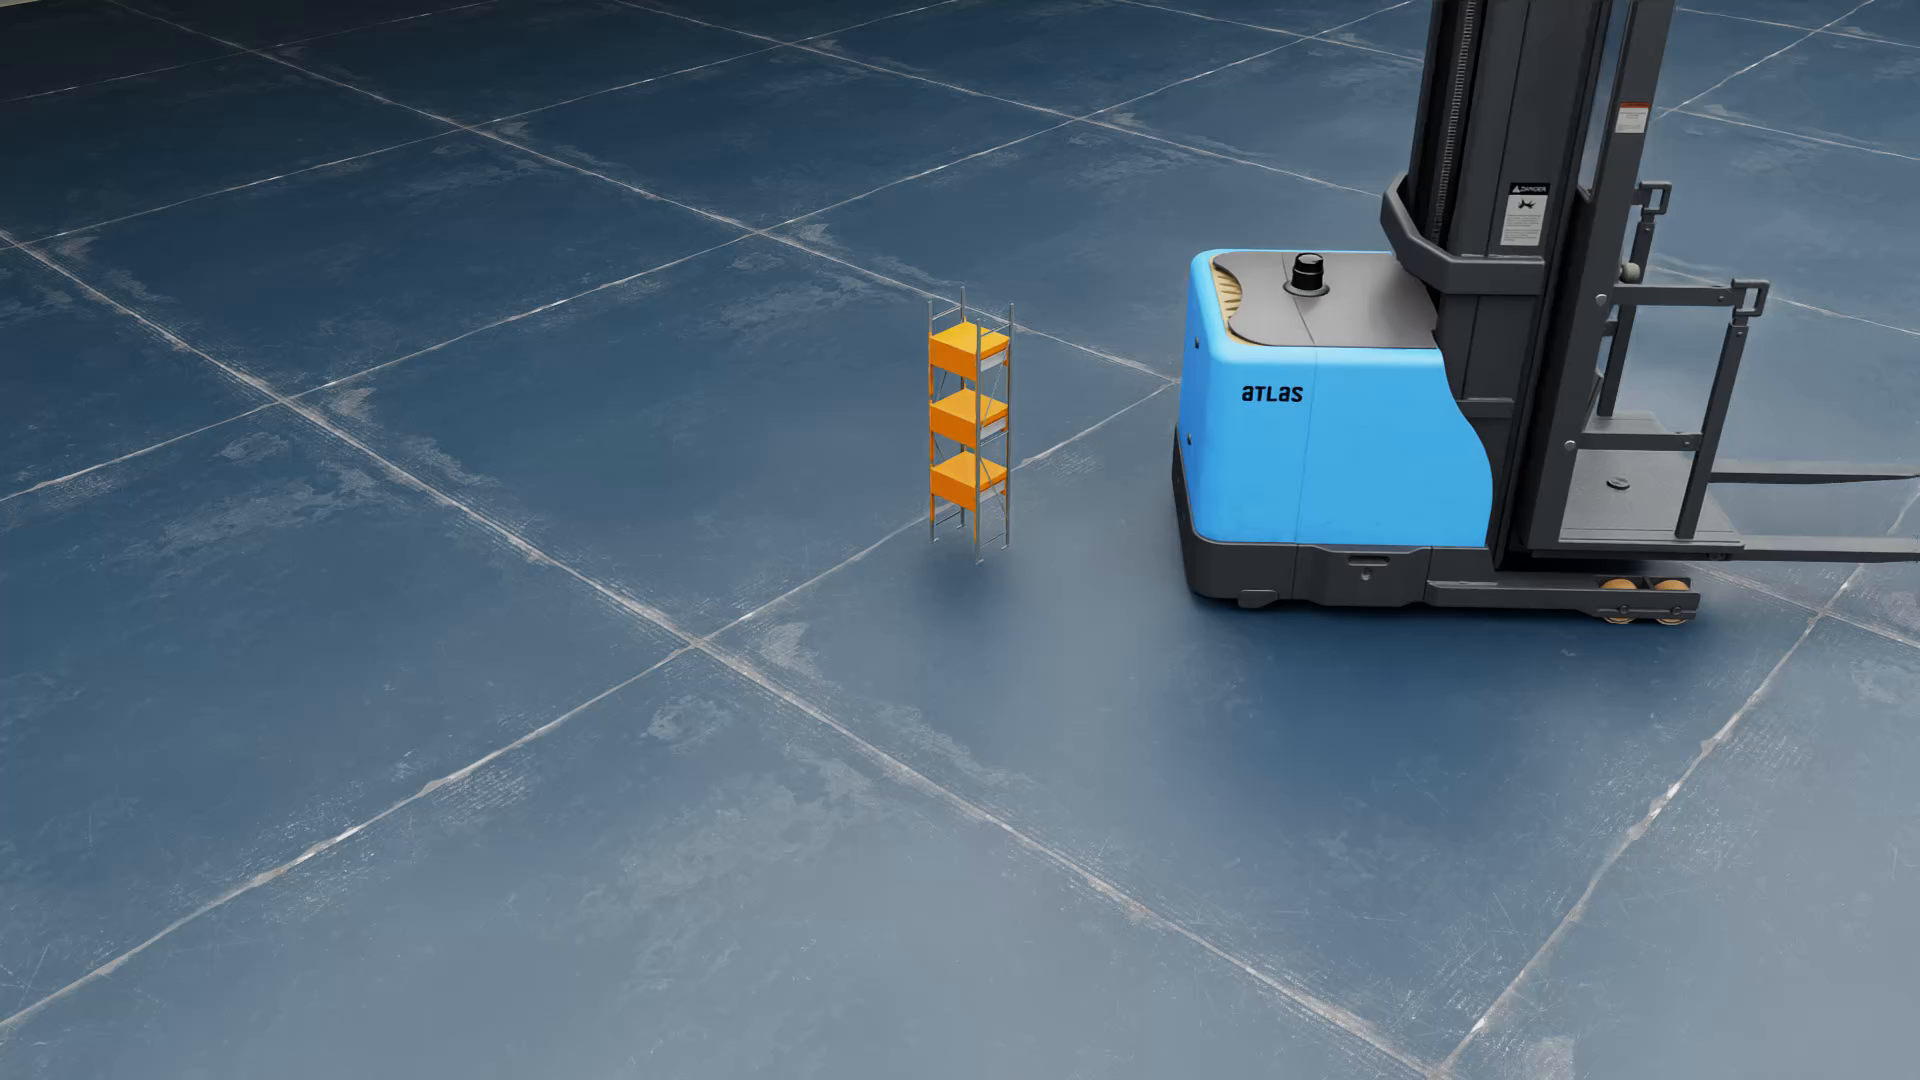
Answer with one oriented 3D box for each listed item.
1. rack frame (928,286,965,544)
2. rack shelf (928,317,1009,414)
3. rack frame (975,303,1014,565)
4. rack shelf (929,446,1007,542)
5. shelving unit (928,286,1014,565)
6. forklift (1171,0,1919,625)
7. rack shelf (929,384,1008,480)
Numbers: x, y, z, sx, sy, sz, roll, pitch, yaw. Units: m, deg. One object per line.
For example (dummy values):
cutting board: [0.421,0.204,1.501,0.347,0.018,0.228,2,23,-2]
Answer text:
rack frame: [-0.051,-0.473,6.519,0.008,1.050,0.200,25,39,35]
rack shelf: [0.040,-0.665,6.308,0.240,0.259,0.215,25,39,35]
rack frame: [0.130,-0.389,6.378,0.008,1.050,0.200,25,39,35]
rack shelf: [0.040,-0.184,6.597,0.240,0.259,0.215,25,39,35]
shelving unit: [0.040,-0.431,6.448,0.252,1.050,0.215,25,39,35]
forklift: [2.396,-1.218,5.932,3.031,2.935,1.130,1,31,2]
rack shelf: [0.040,-0.422,6.454,0.240,0.259,0.215,25,39,35]
